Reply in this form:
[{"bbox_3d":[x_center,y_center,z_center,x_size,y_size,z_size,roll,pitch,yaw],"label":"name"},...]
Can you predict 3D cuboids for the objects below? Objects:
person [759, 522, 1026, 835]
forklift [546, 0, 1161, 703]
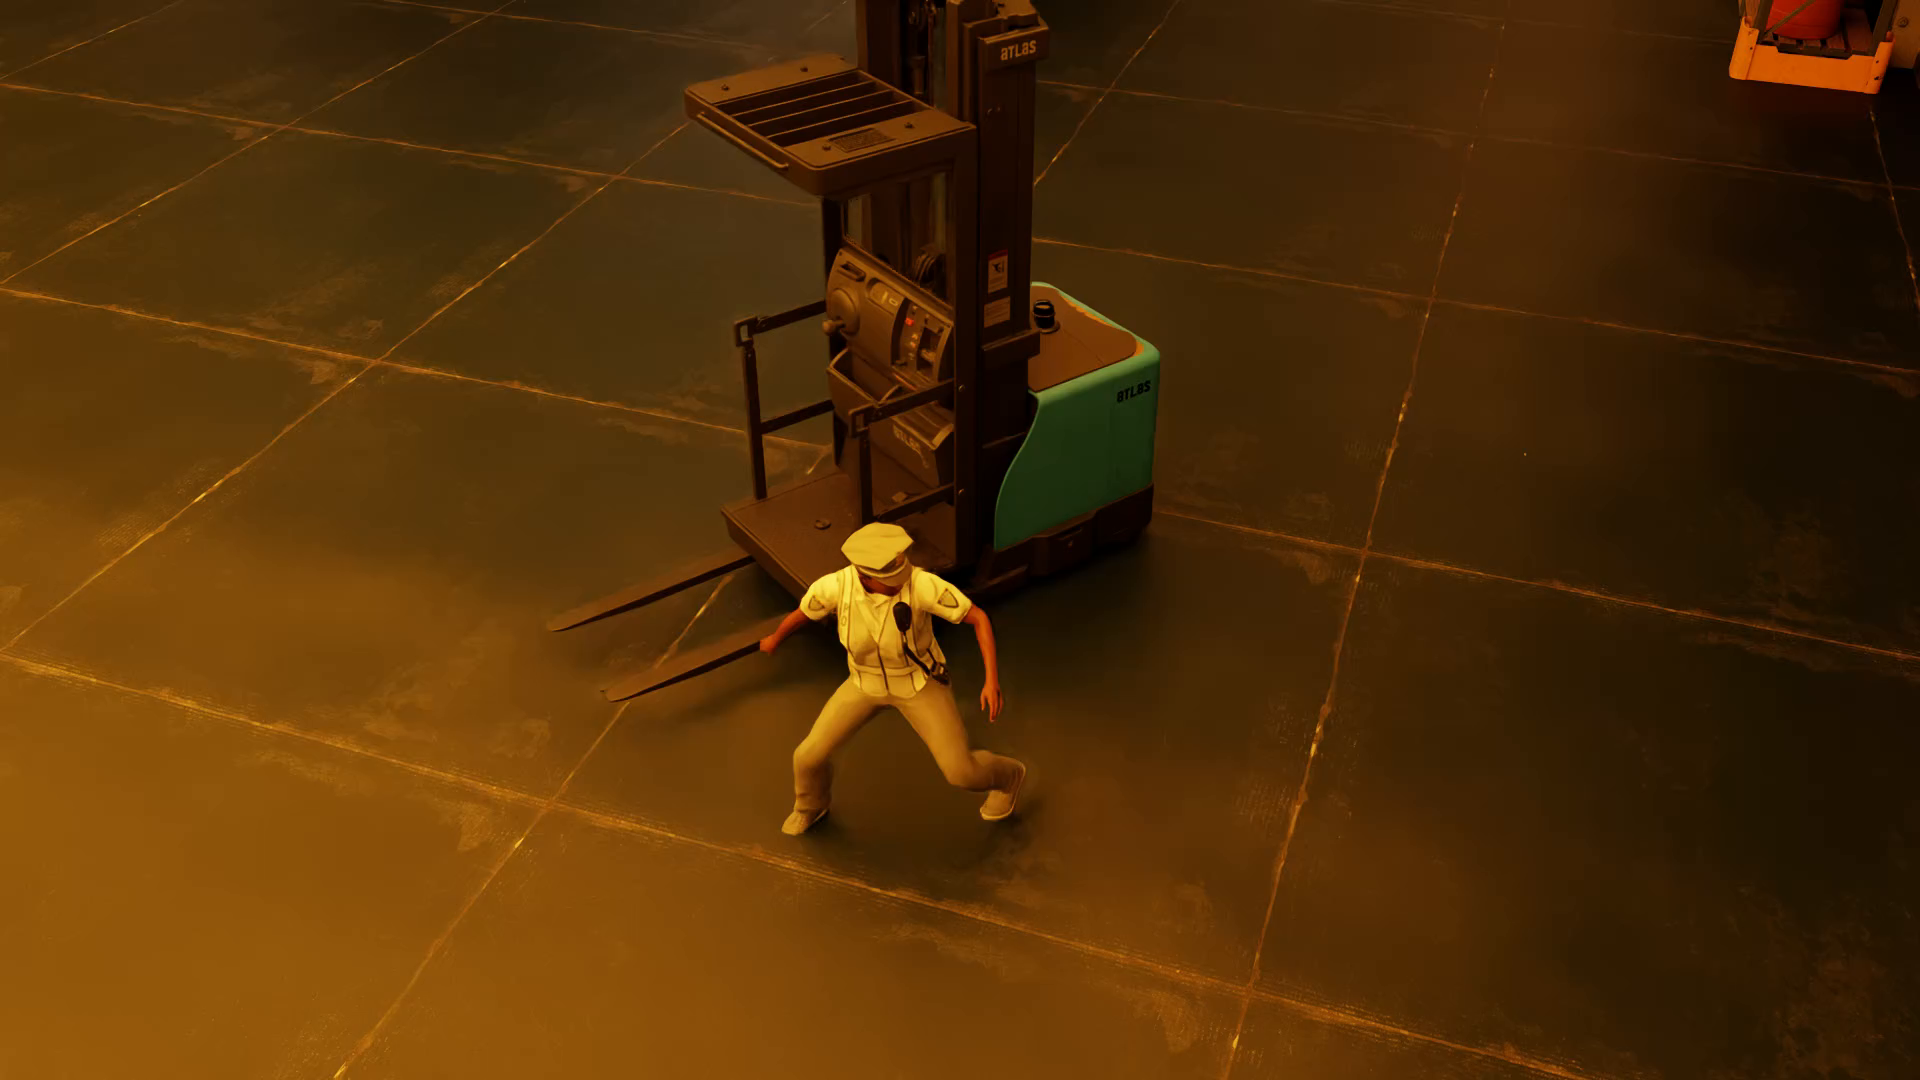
[{"bbox_3d":[-0.317,0.582,6.585,1.110,1.563,0.484,8,36,12],"label":"person"},{"bbox_3d":[-0.496,-0.975,7.486,3.031,2.935,1.130,-23,41,-28],"label":"forklift"}]
